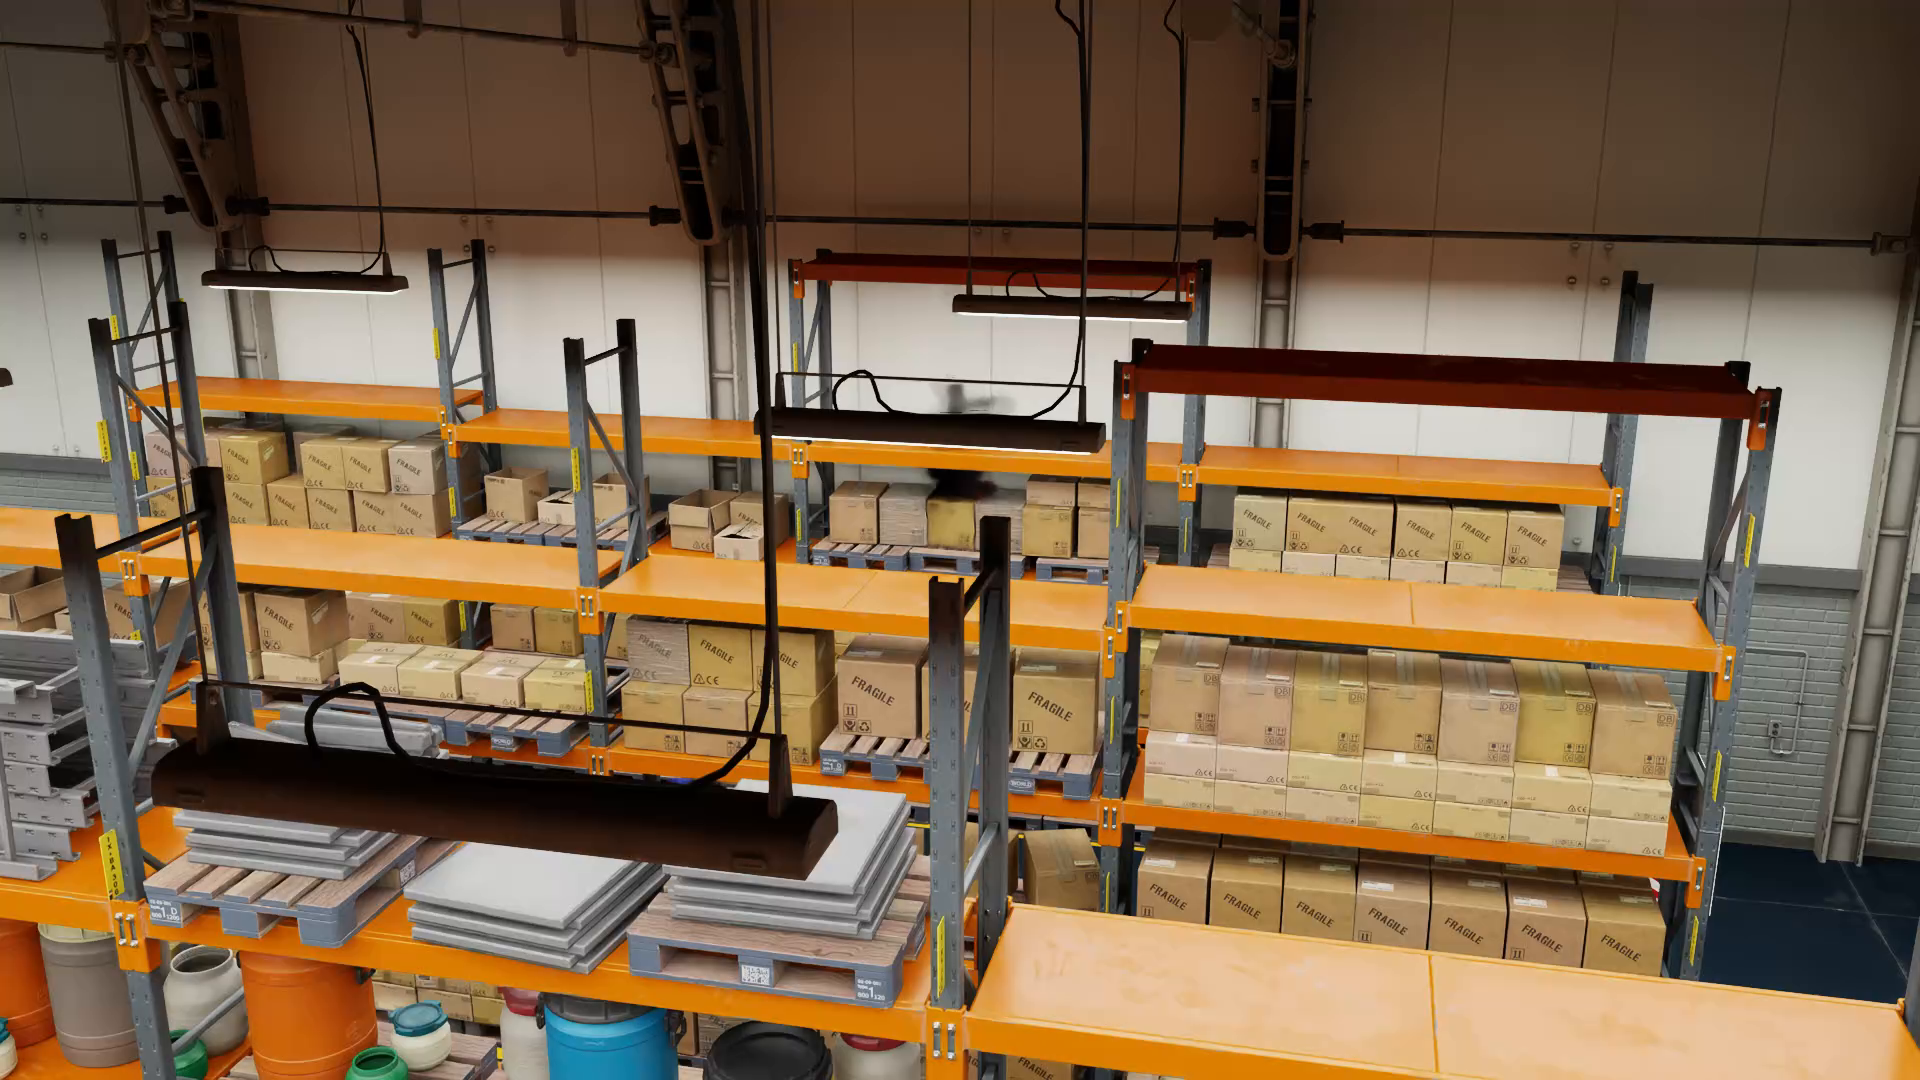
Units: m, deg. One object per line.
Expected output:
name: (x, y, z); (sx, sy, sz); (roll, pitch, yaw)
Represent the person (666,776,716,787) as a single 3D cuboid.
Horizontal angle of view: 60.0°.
person: (-2.647, 2.717, 16.114); (0.815, 1.692, 0.543); (2, 16, 8)
